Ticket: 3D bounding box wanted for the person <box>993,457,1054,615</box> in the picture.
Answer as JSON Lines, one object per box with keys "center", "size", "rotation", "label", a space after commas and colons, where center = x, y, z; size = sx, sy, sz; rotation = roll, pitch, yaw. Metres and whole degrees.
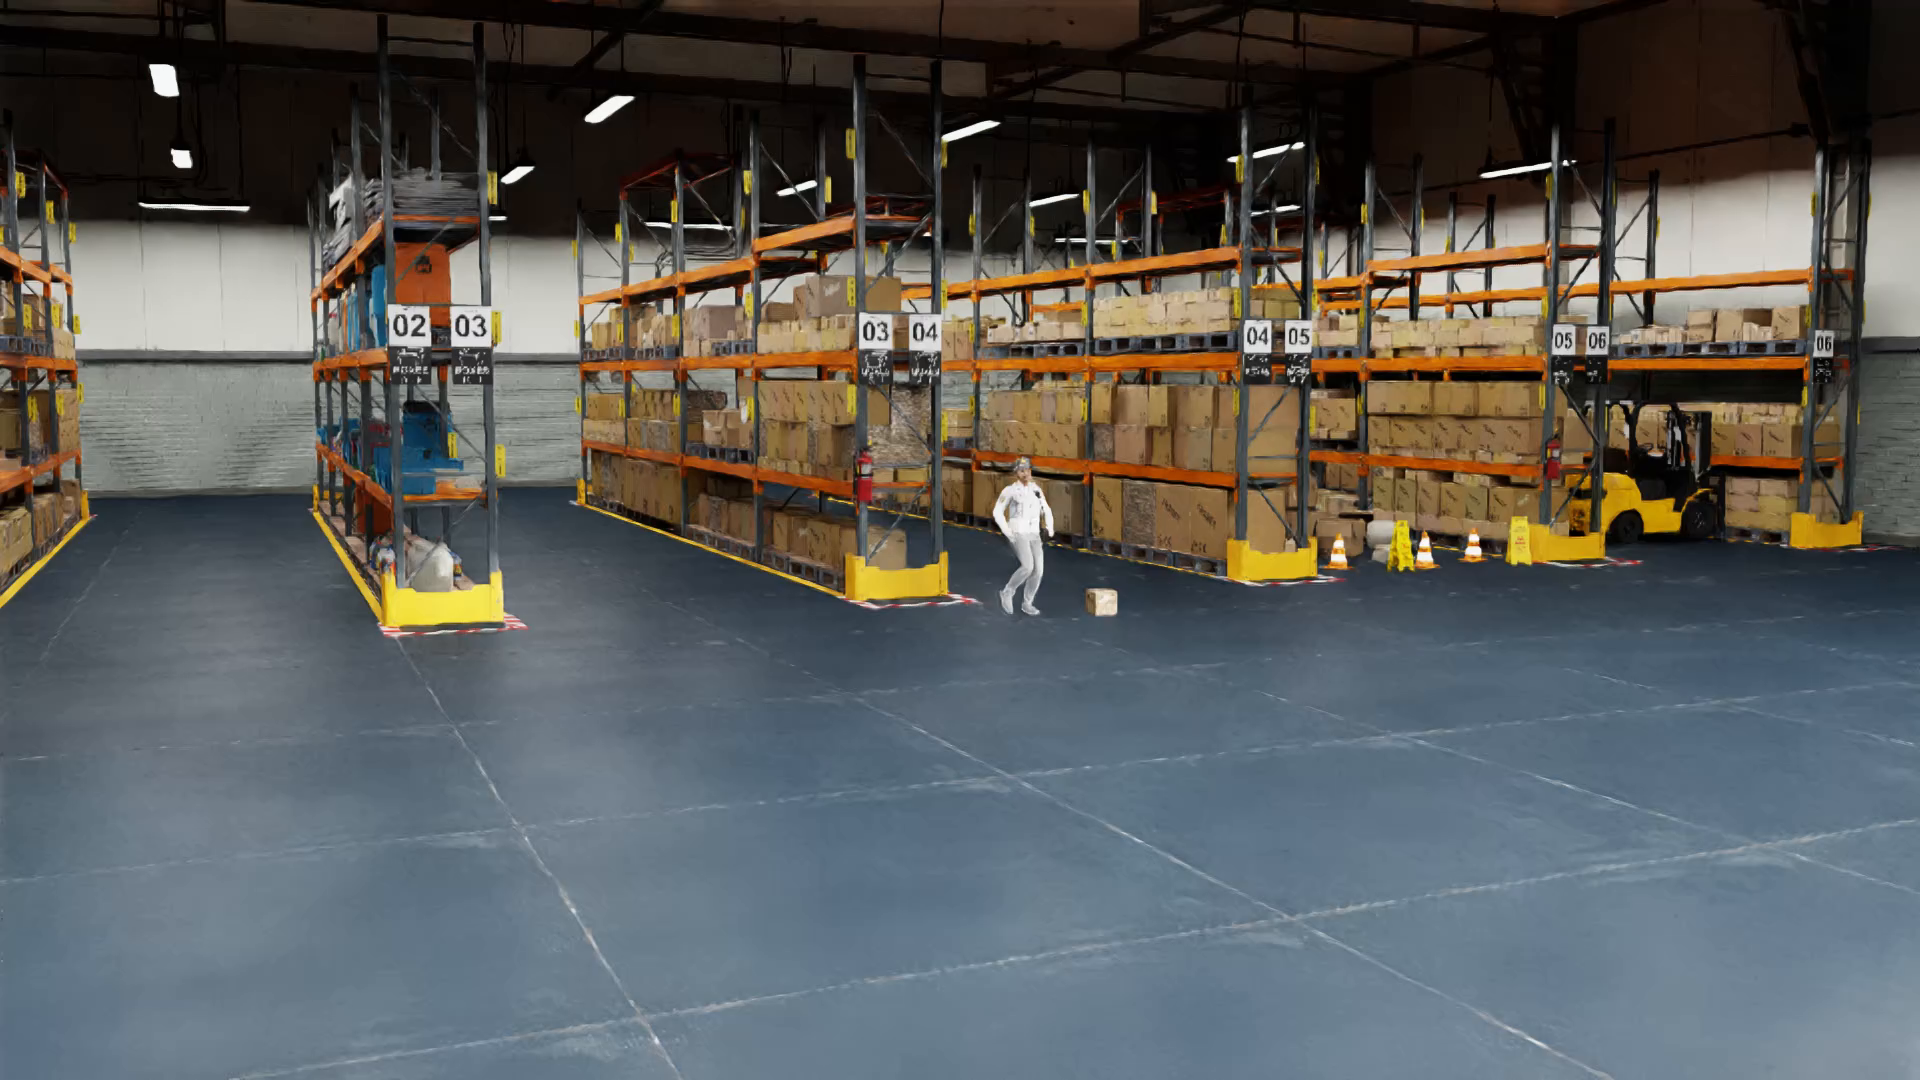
{"center": [0.725, -0.046, 17.517], "size": [0.654, 1.665, 0.470], "rotation": [-4, 7, -37], "label": "person"}
